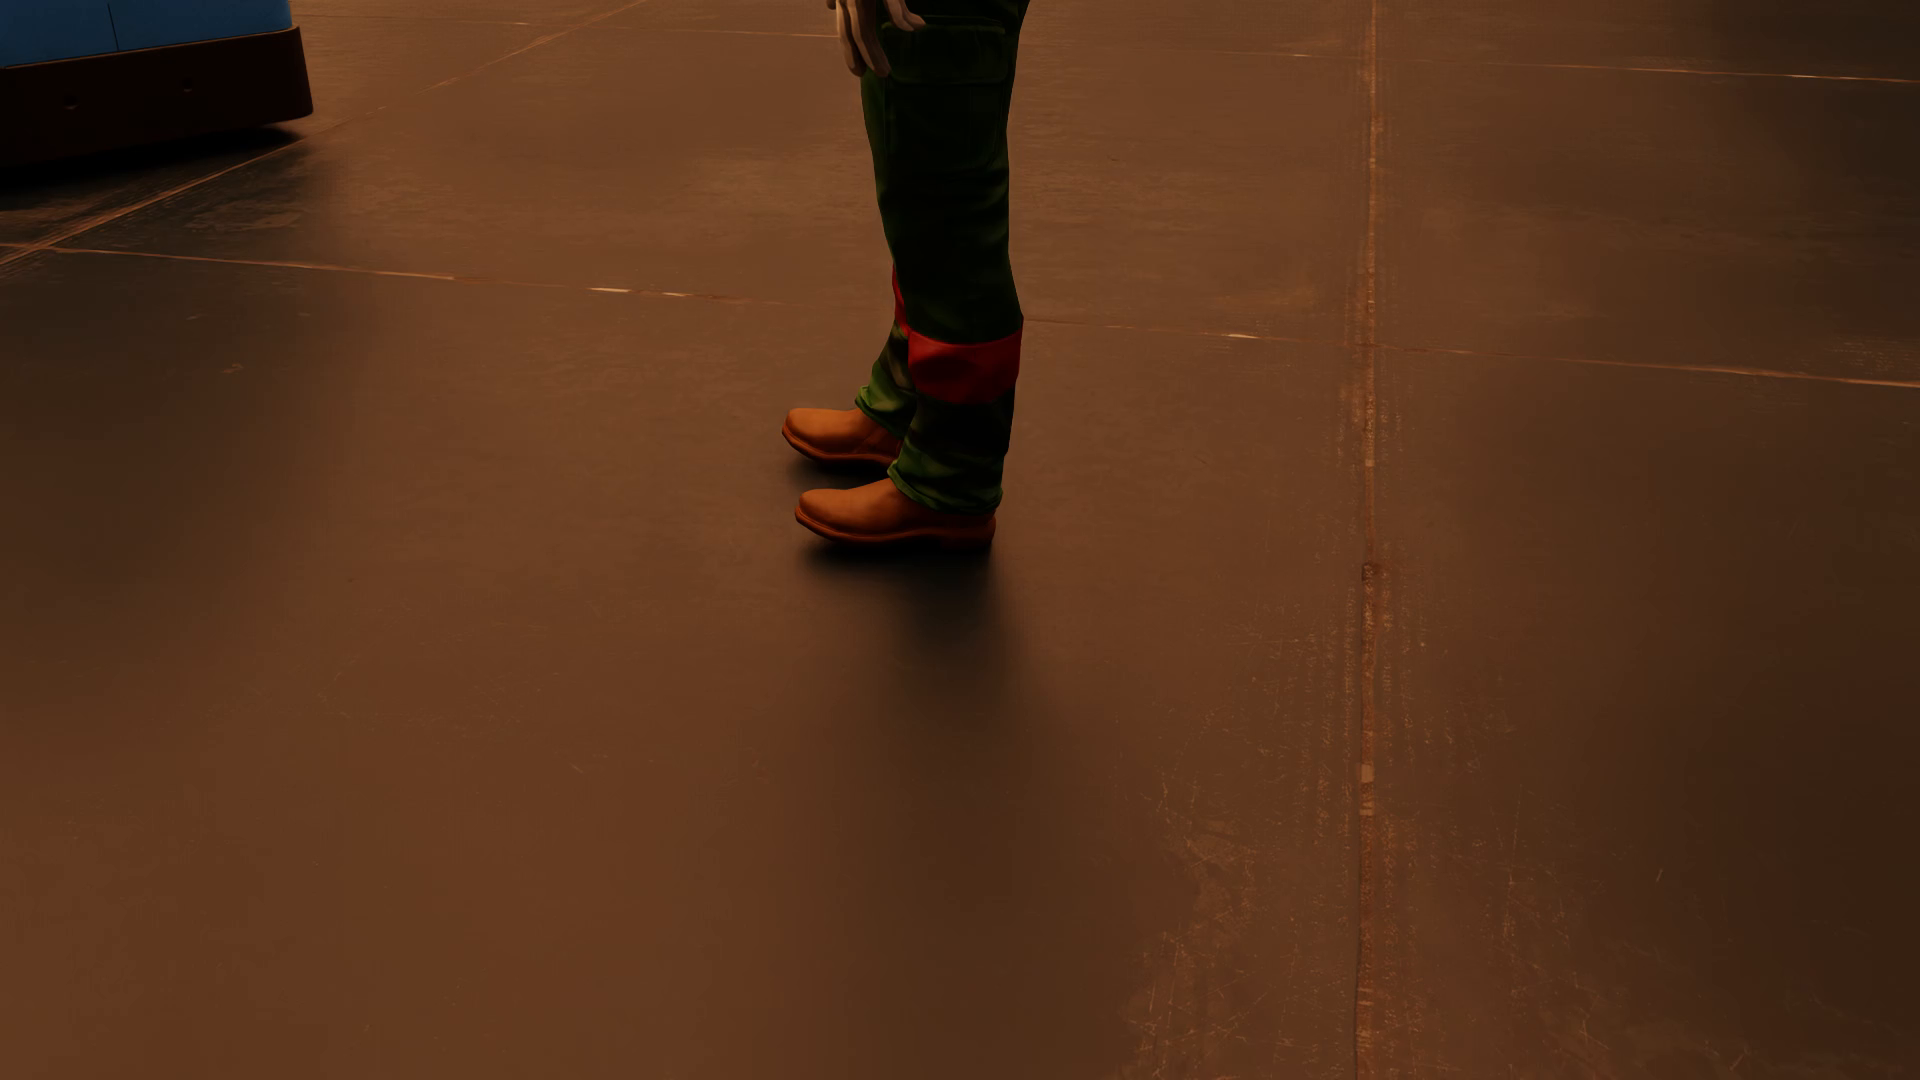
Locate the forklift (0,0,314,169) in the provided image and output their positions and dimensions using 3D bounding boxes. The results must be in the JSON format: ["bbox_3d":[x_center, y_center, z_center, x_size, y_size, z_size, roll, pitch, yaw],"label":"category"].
[{"bbox_3d":[-3.258,-2.770,4.737,3.031,2.935,1.130,24,35,39],"label":"forklift"}]

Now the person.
[{"bbox_3d":[-0.075,-0.819,2.120,0.564,1.787,0.637,6,27,11],"label":"person"}]
